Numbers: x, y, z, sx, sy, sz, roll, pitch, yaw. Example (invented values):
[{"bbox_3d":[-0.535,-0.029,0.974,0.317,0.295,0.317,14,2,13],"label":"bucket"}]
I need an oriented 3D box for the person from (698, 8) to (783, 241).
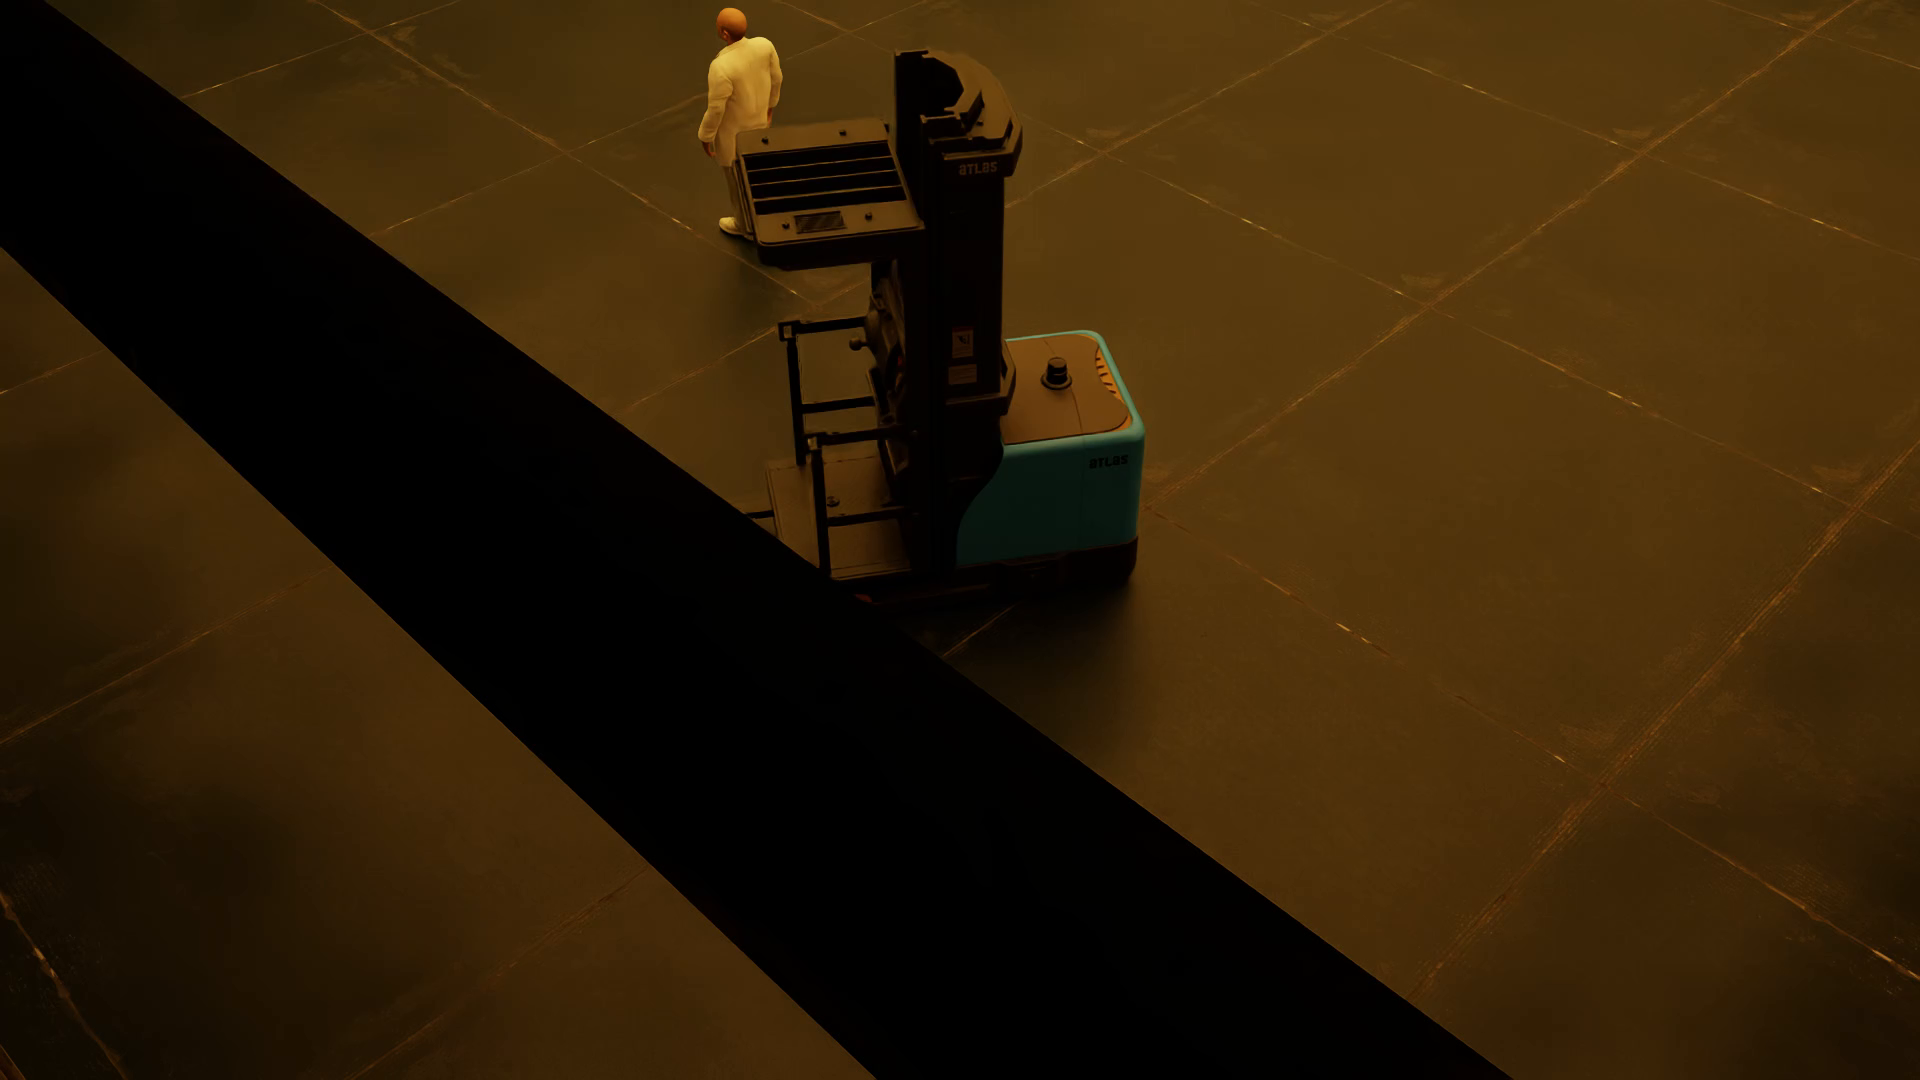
[{"bbox_3d":[-1.594,-2.933,11.646,0.579,1.775,0.694,33,51,31],"label":"person"}]

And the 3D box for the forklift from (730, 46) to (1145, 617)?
[{"bbox_3d":[-0.568,-0.984,8.657,3.031,2.935,1.130,-8,43,-9],"label":"forklift"}]
